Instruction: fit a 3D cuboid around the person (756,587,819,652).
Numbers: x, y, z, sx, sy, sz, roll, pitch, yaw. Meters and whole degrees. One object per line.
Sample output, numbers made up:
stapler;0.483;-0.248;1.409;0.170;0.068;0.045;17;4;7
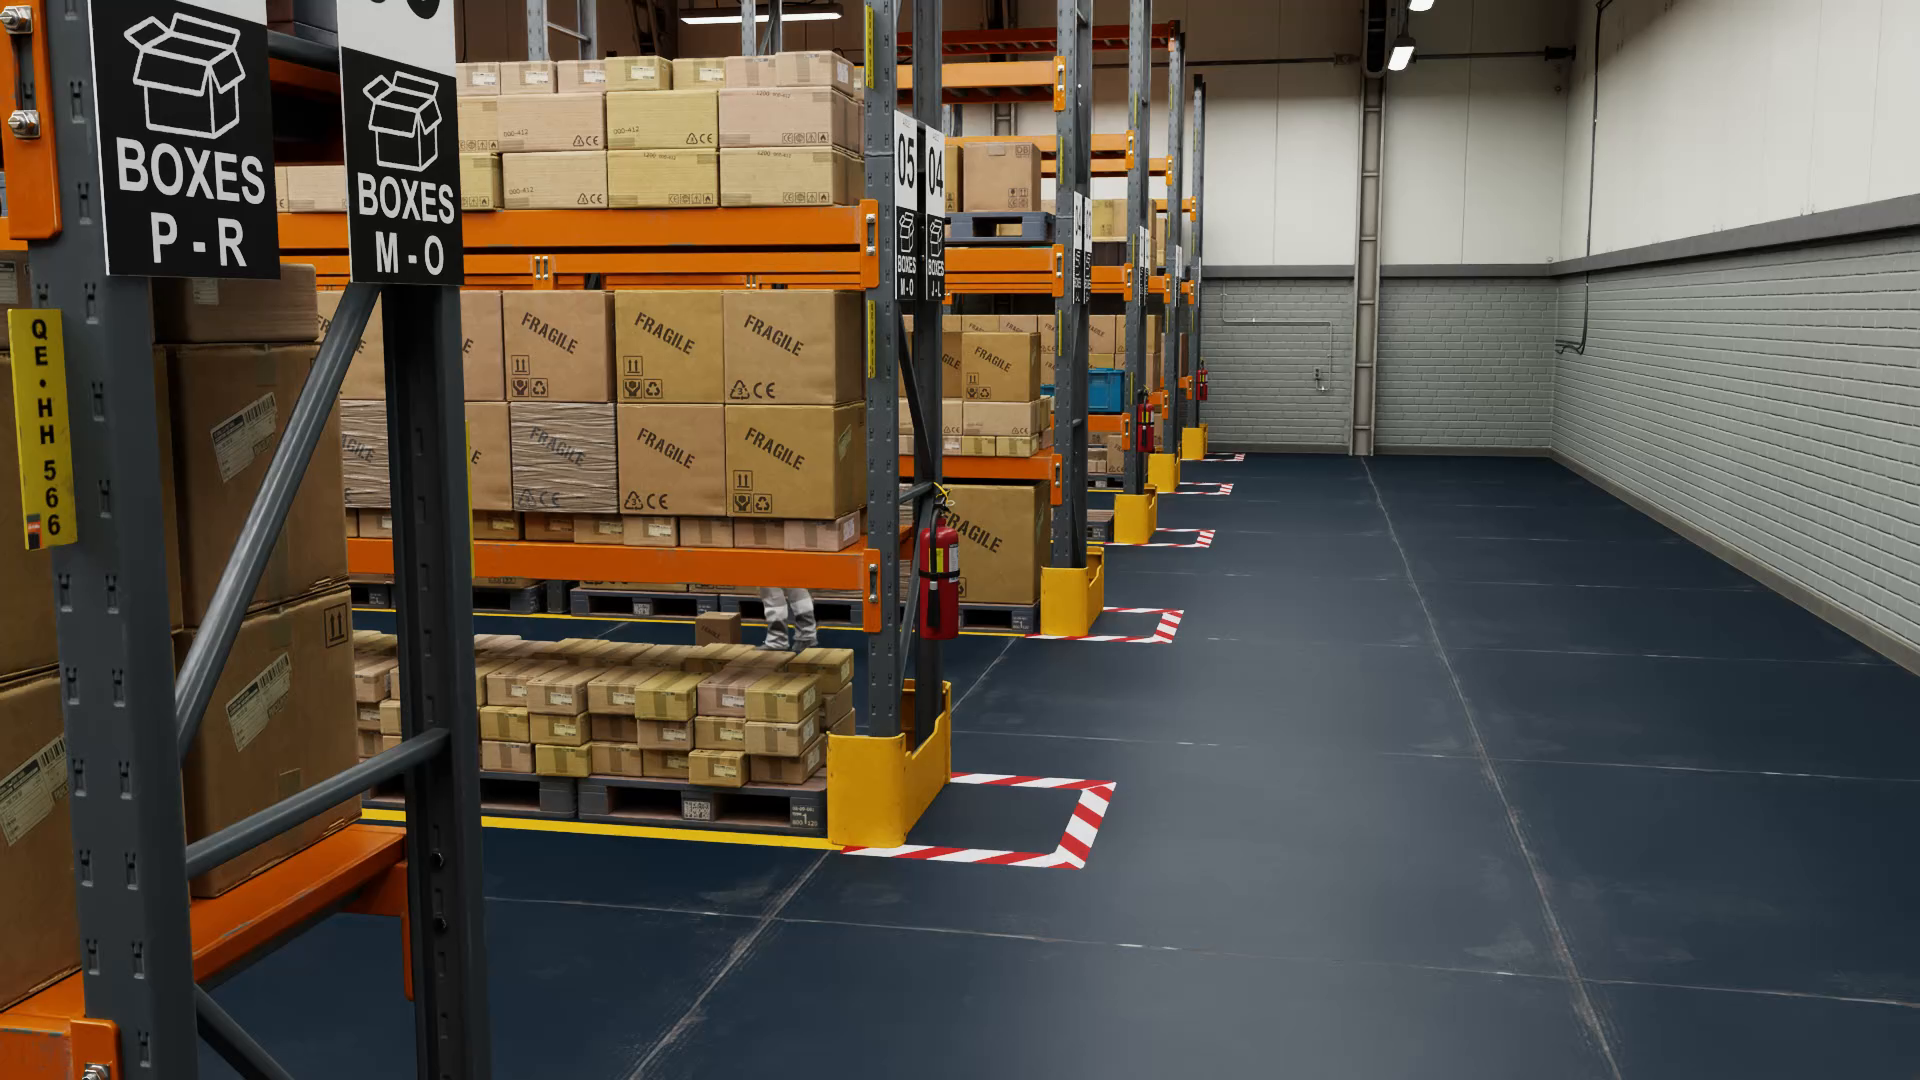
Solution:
person;-1.237;-0.058;11.435;0.448;1.866;0.524;2;8;12
